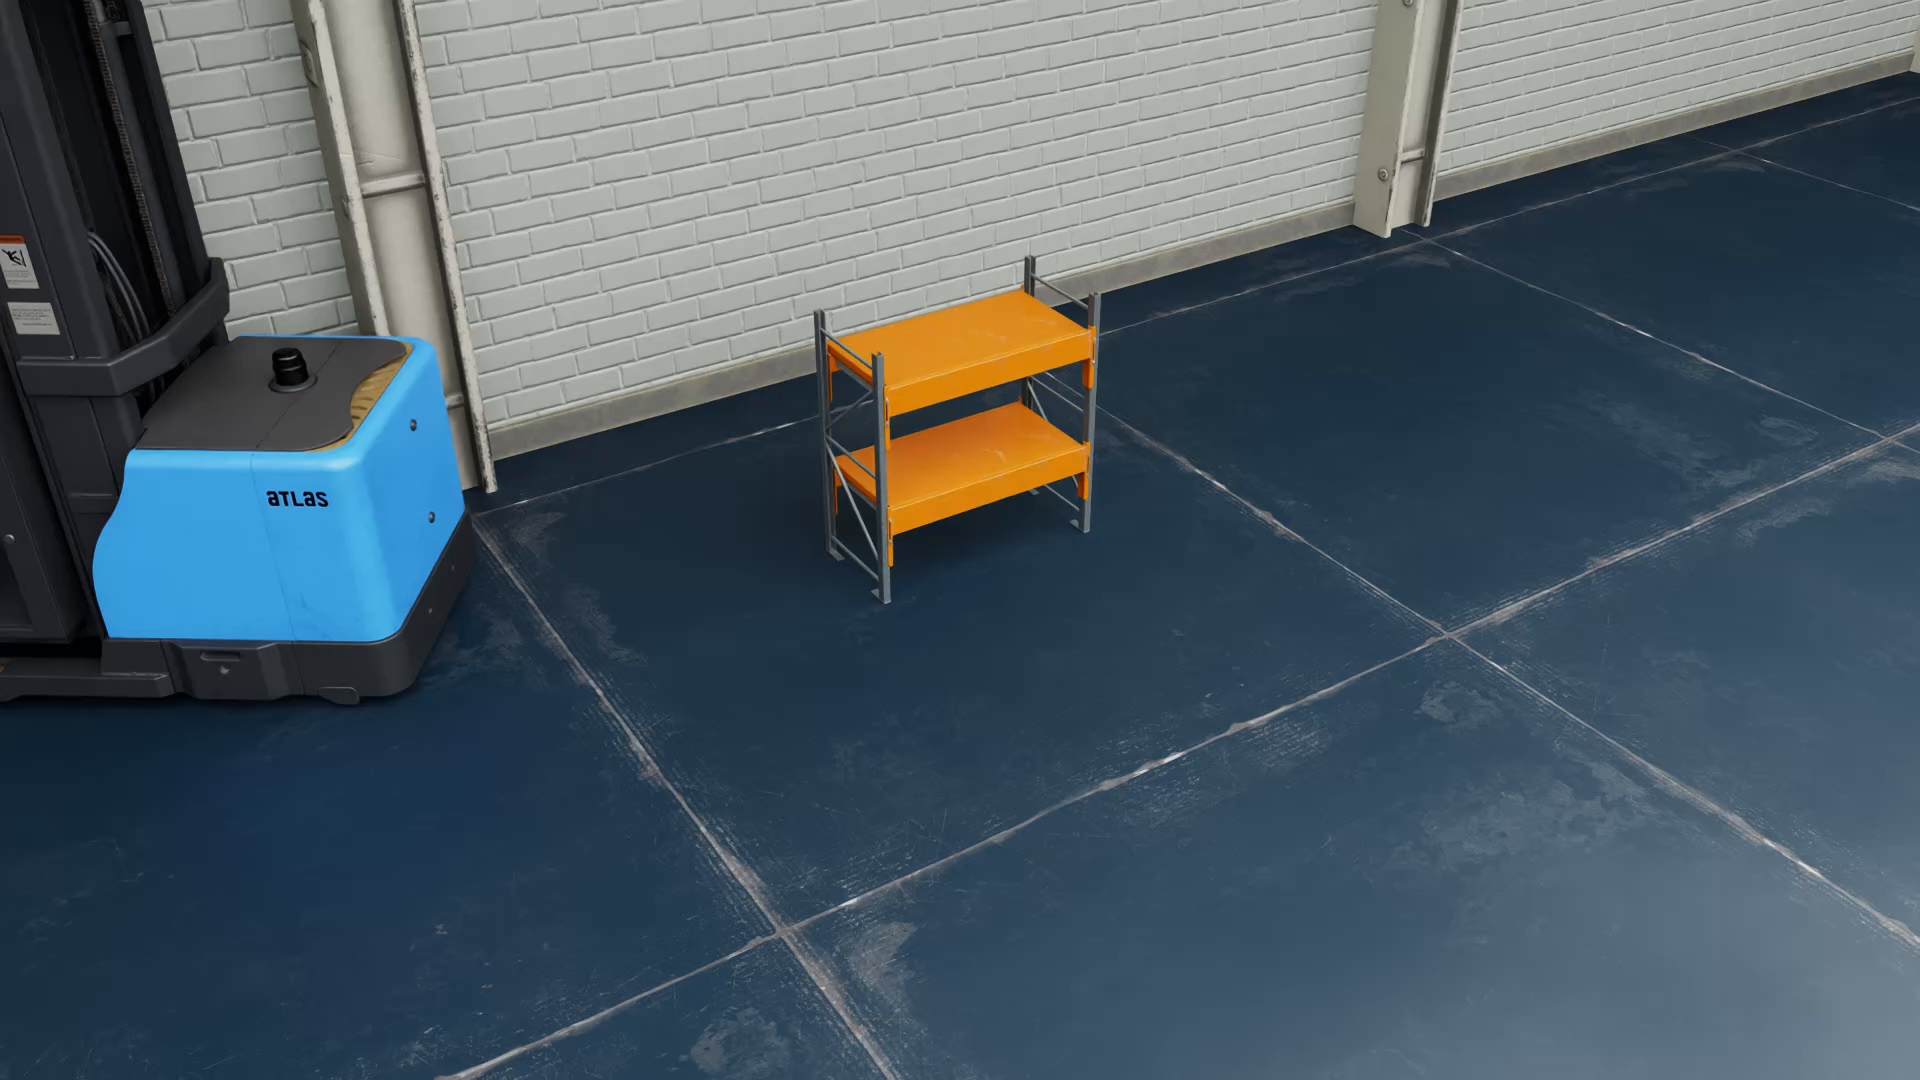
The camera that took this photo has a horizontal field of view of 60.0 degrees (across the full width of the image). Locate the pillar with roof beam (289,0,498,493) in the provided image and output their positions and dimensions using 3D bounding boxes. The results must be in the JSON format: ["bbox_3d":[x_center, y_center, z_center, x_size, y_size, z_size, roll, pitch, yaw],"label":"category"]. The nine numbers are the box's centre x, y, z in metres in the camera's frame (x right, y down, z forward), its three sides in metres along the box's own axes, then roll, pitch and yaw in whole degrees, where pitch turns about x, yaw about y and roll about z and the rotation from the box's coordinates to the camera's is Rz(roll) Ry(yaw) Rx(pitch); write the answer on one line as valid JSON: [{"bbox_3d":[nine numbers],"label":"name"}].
[{"bbox_3d":[-0.031,-2.115,2.169,0.400,9.000,9.100,-19,37,-27],"label":"pillar with roof beam"}]

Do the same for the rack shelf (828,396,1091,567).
[{"bbox_3d":[-0.006,-0.267,7.077,1.000,0.278,0.538,-19,37,-27],"label":"rack shelf"}]

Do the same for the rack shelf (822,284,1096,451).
[{"bbox_3d":[-0.006,-0.721,6.791,1.000,0.278,0.538,-19,37,-27],"label":"rack shelf"}]

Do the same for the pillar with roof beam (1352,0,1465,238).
[{"bbox_3d":[5.012,-3.850,4.918,0.400,9.000,9.100,-19,37,-27],"label":"pillar with roof beam"}]

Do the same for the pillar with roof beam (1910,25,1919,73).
[{"bbox_3d":[10.055,-5.584,7.668,0.400,9.000,9.100,-19,37,-27],"label":"pillar with roof beam"}]

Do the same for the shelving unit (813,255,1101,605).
[{"bbox_3d":[-0.006,-0.474,6.947,1.048,1.125,0.538,-19,37,-27],"label":"shelving unit"}]

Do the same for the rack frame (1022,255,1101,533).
[{"bbox_3d":[0.422,-0.621,7.180,0.032,1.125,0.500,-19,37,-27],"label":"rack frame"}]

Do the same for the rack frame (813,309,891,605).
[{"bbox_3d":[-0.433,-0.327,6.714,0.032,1.125,0.500,-19,37,-27],"label":"rack frame"}]

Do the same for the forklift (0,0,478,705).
[{"bbox_3d":[-3.557,-0.900,5.929,3.031,2.935,1.130,1,32,2],"label":"forklift"}]
